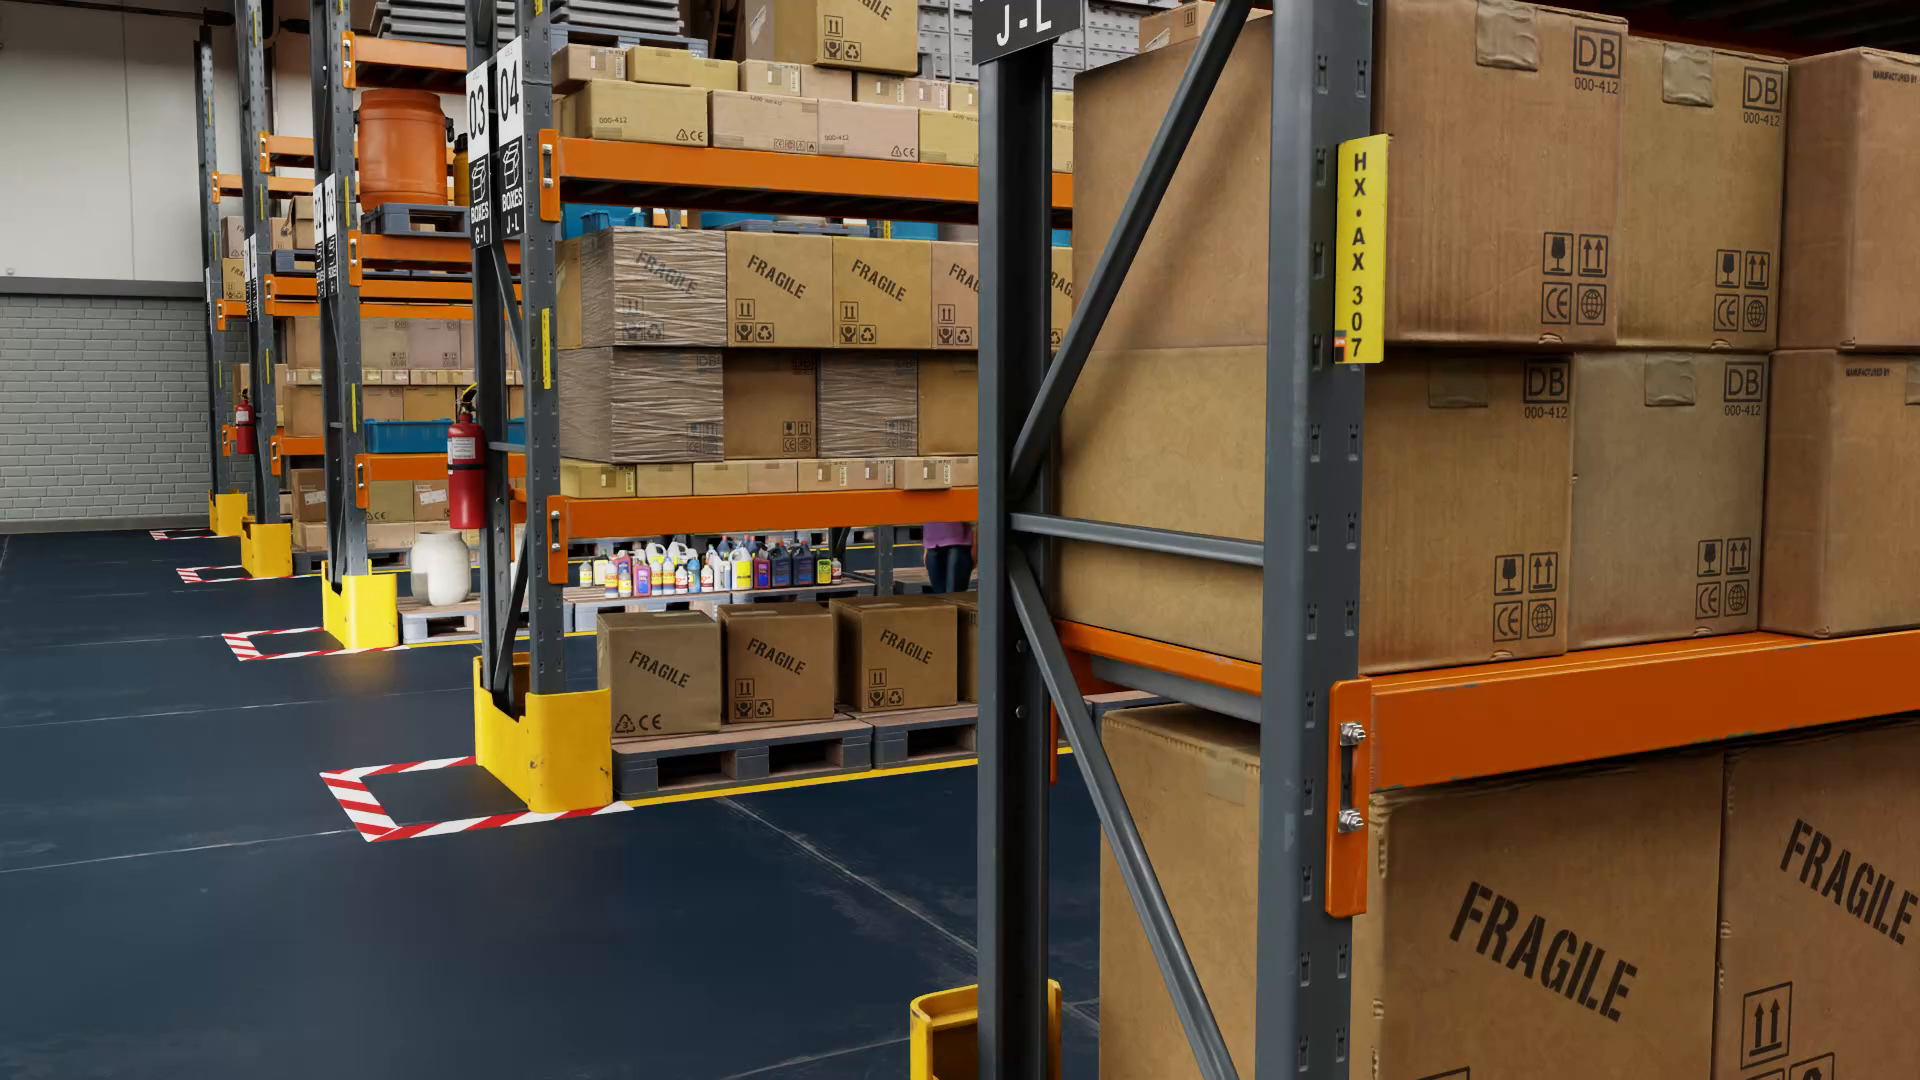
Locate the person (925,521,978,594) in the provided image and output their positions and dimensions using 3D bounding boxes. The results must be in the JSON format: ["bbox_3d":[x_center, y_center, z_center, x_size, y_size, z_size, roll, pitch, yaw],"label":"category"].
[{"bbox_3d":[-0.108,0.063,9.975,0.434,1.598,0.608,4,7,40],"label":"person"}]
